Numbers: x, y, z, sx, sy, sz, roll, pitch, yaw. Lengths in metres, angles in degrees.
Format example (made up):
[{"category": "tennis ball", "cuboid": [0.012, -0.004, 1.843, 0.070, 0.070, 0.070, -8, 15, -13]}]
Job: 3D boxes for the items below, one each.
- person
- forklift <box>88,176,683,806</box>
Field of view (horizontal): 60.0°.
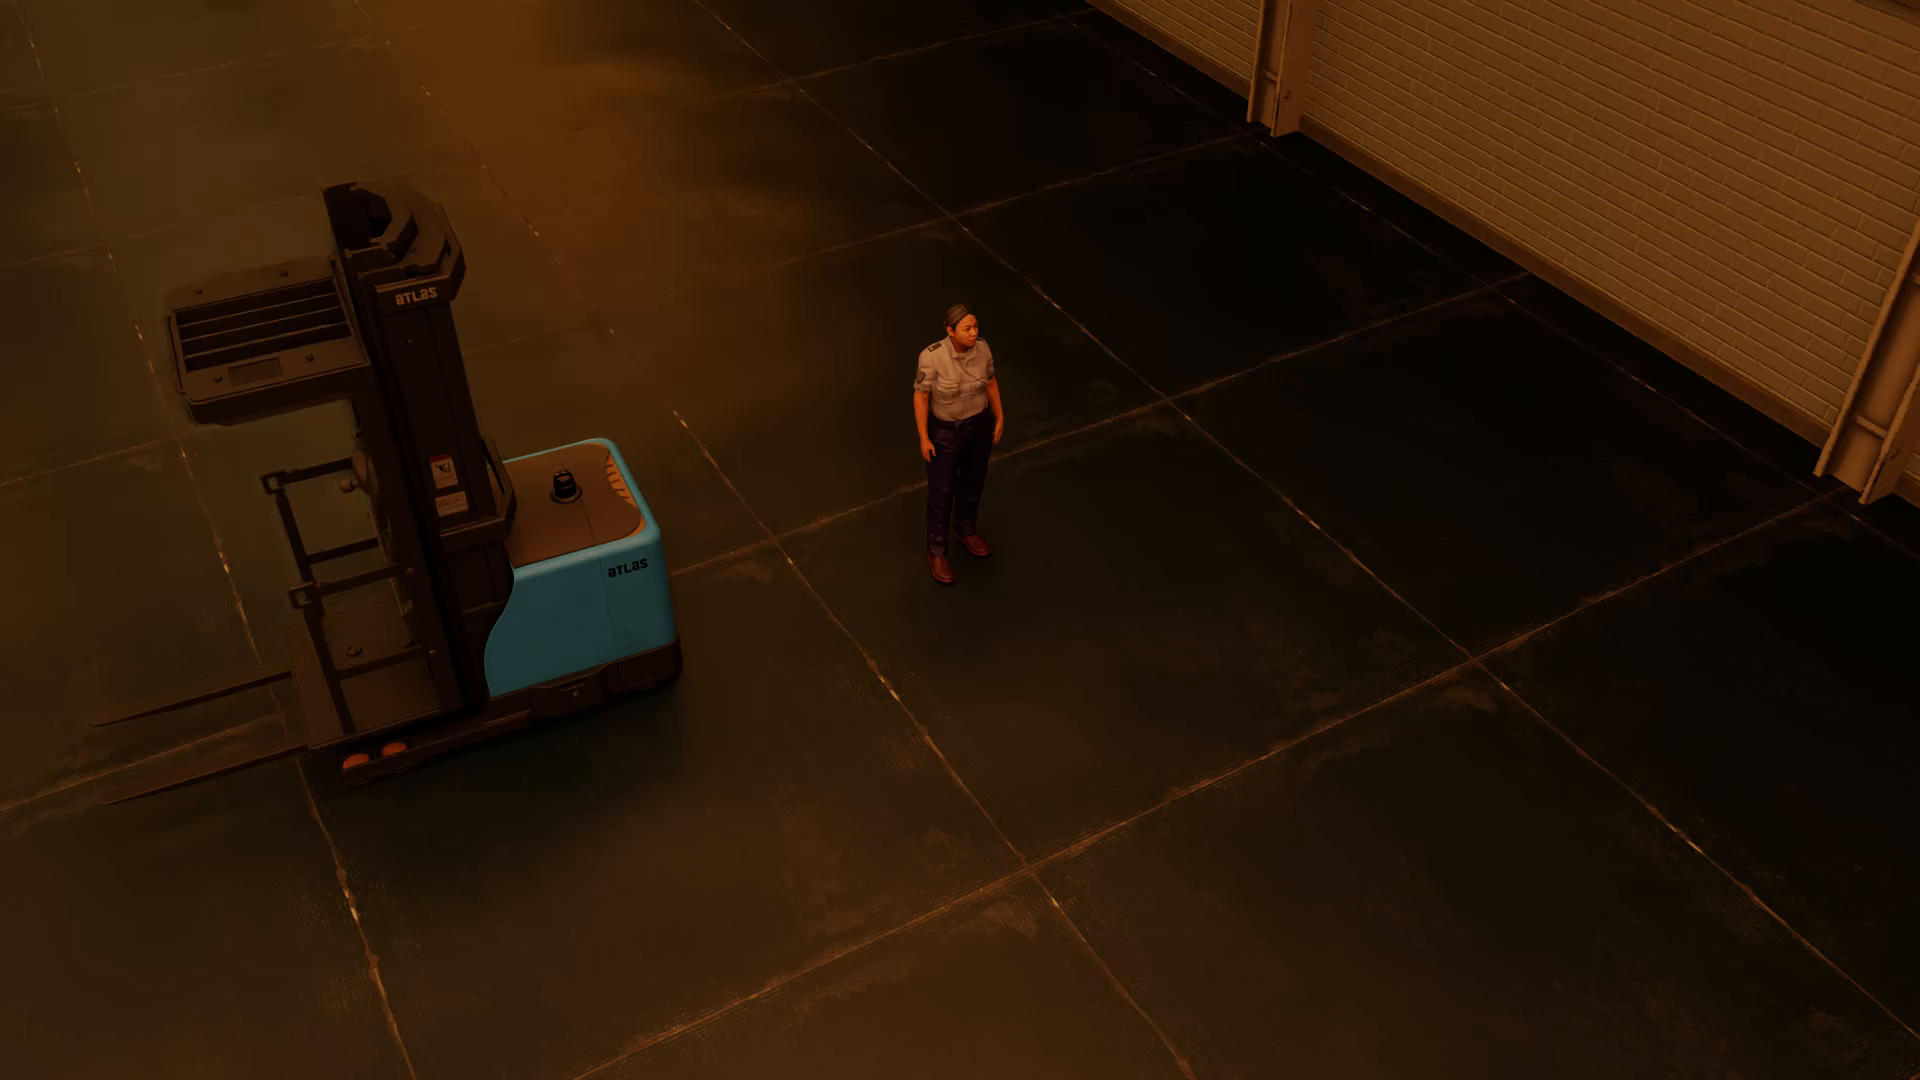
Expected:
[{"category": "person", "cuboid": [0.025, -0.584, 9.733, 0.598, 1.651, 0.503, -20, 44, -23]}, {"category": "forklift", "cuboid": [-3.120, -0.223, 8.305, 3.031, 2.935, 1.130, -17, 42, -19]}]
